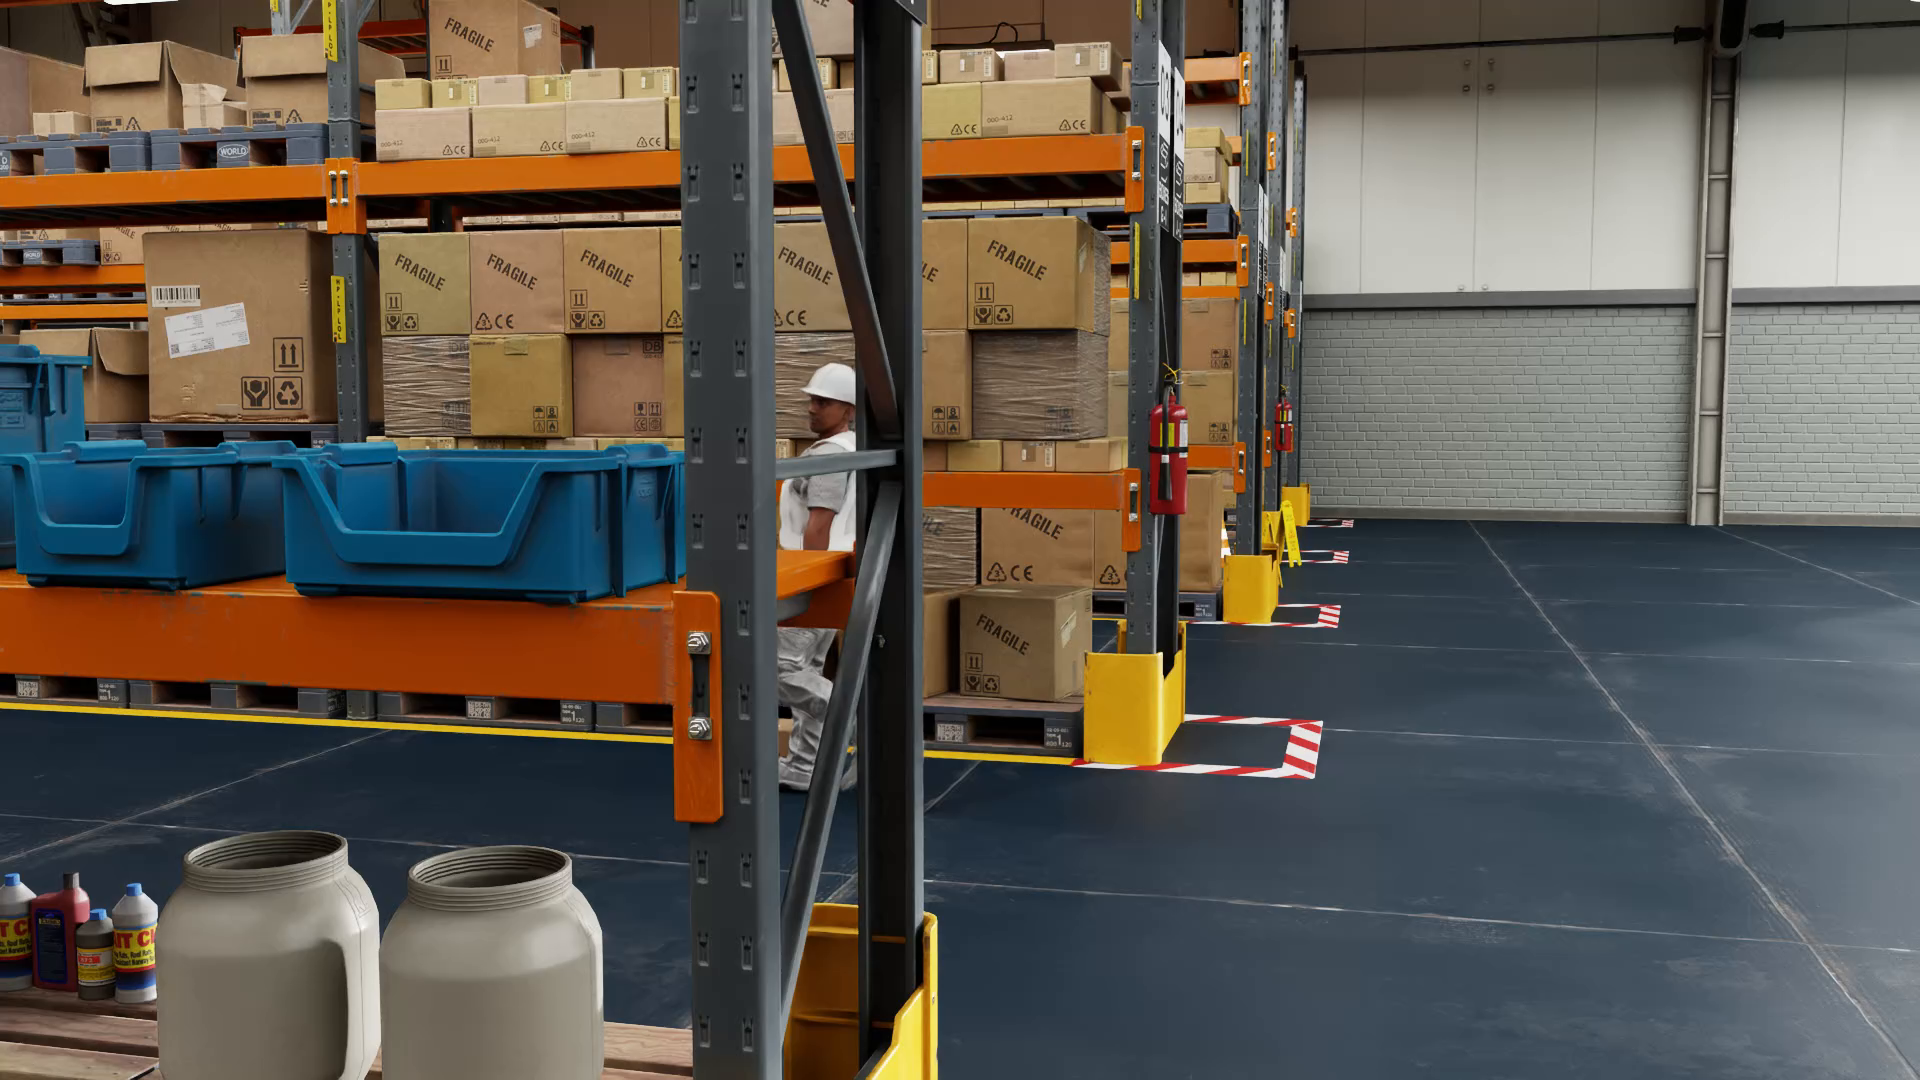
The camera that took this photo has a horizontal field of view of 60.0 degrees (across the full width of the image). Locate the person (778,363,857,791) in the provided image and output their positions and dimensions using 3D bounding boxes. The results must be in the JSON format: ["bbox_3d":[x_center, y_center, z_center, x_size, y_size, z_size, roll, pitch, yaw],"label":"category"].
[{"bbox_3d":[-0.573,0.166,6.790,0.728,1.765,0.589,1,5,16],"label":"person"}]
